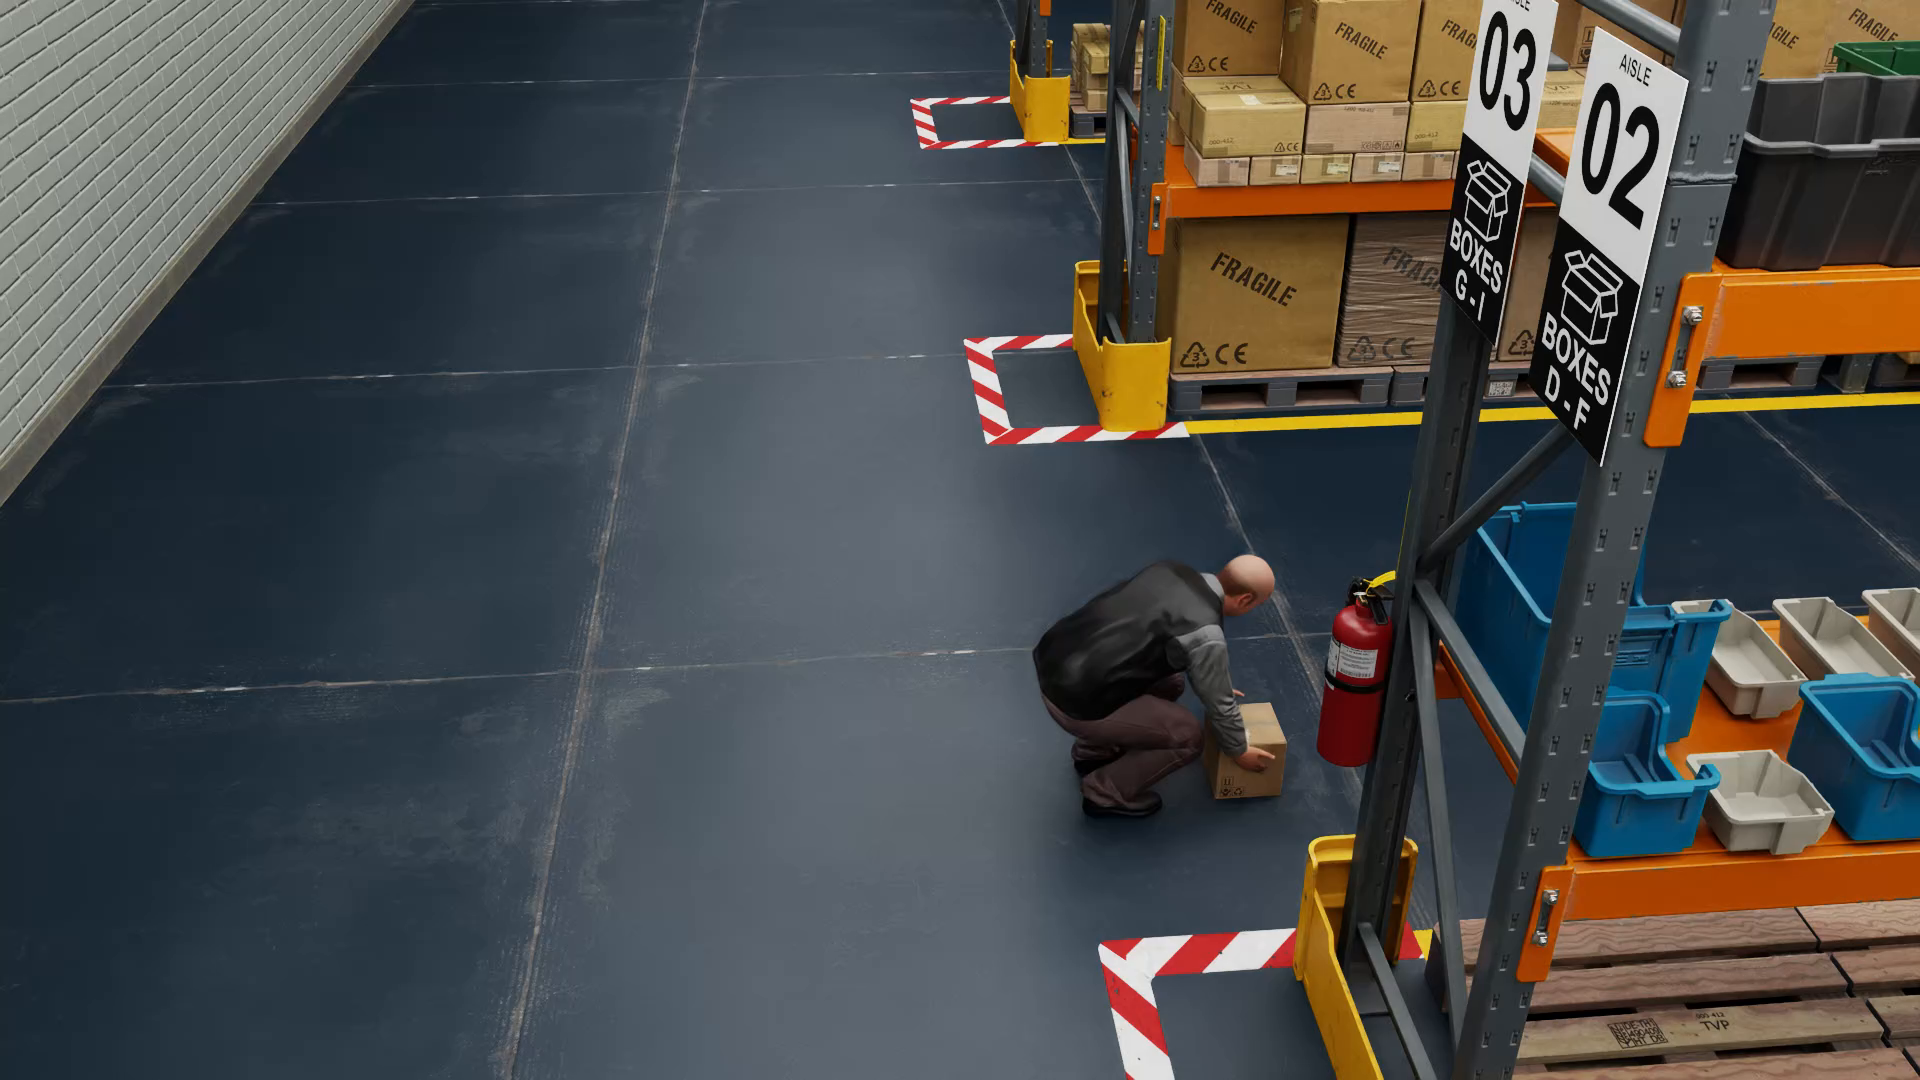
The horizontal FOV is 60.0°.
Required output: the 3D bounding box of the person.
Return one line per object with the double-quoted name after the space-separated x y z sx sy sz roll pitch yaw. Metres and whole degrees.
0.702 0.505 6.077 0.869 0.942 0.544 -3 31 -5 "person"
